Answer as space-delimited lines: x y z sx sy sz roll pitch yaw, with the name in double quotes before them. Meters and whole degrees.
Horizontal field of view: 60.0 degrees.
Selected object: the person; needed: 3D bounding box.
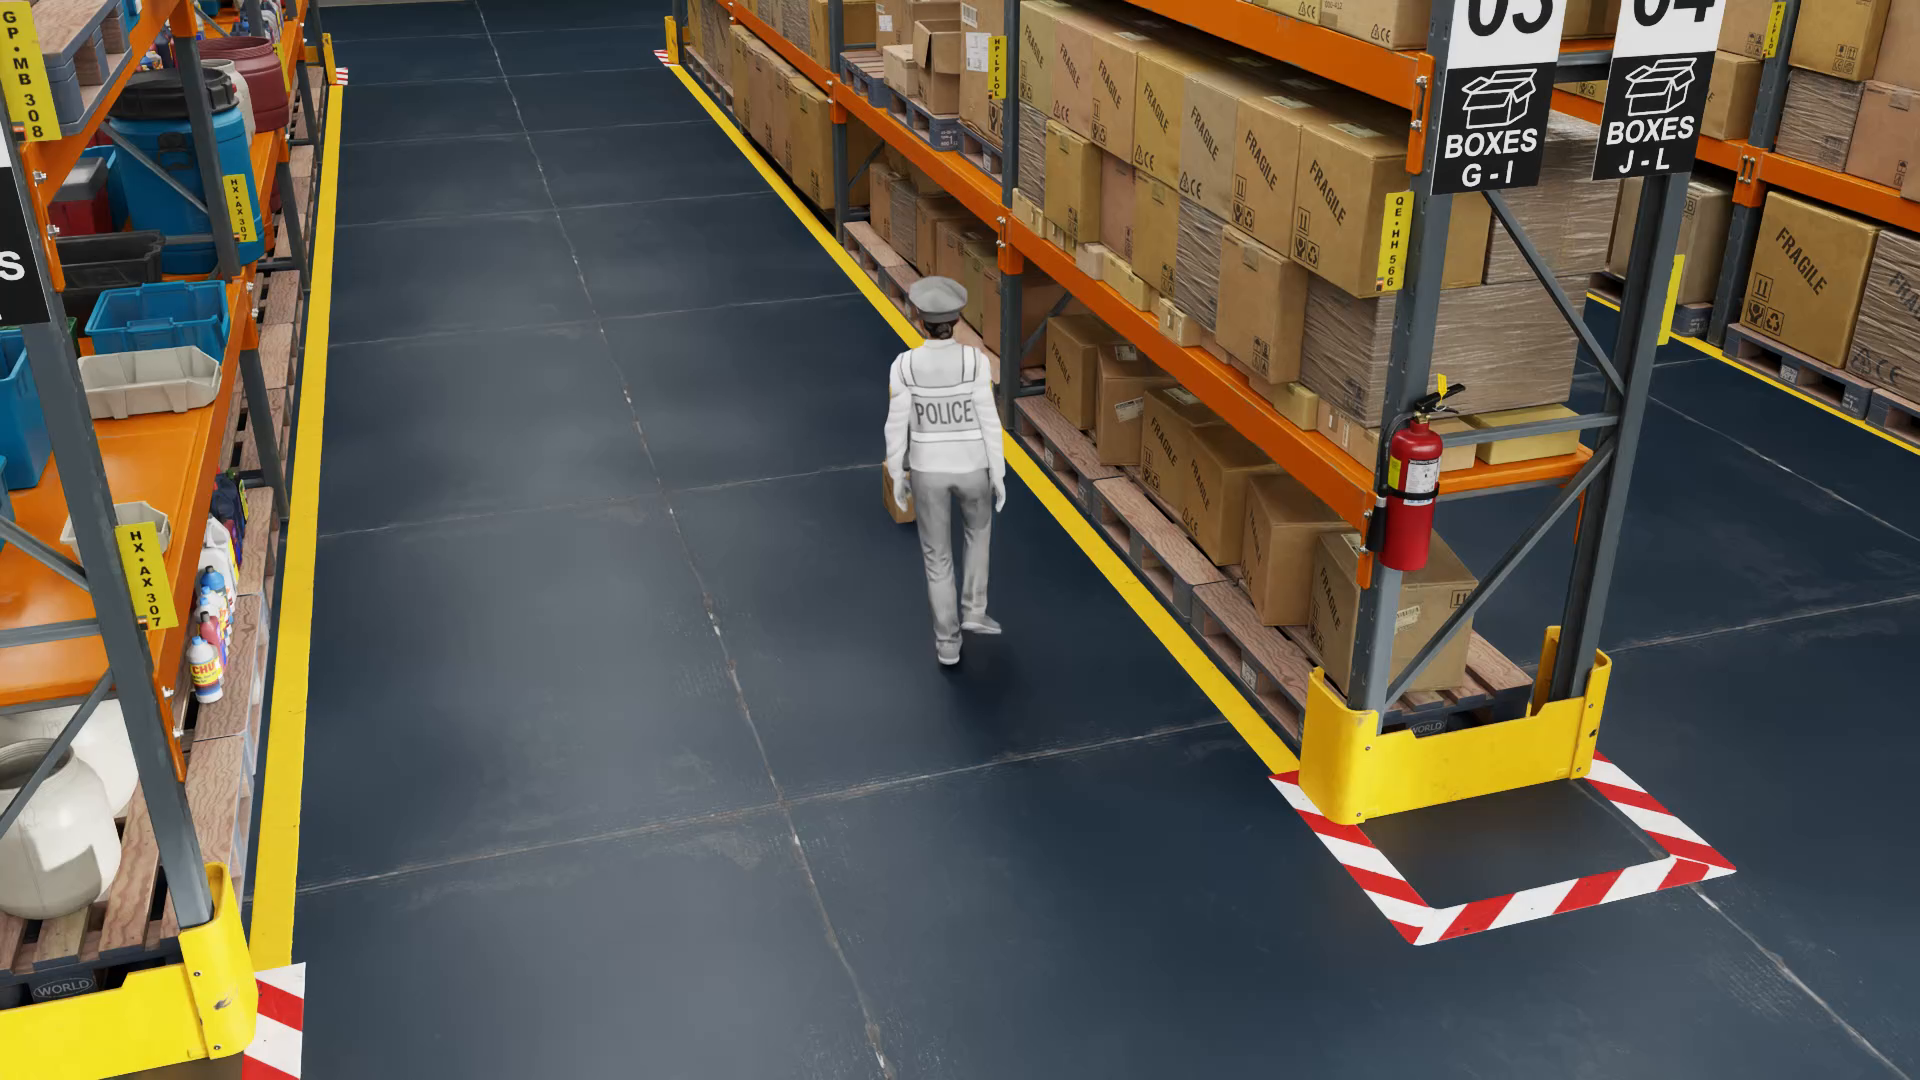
"person" -0.066 -0.281 7.127 0.510 1.665 0.445 -1 27 -3
